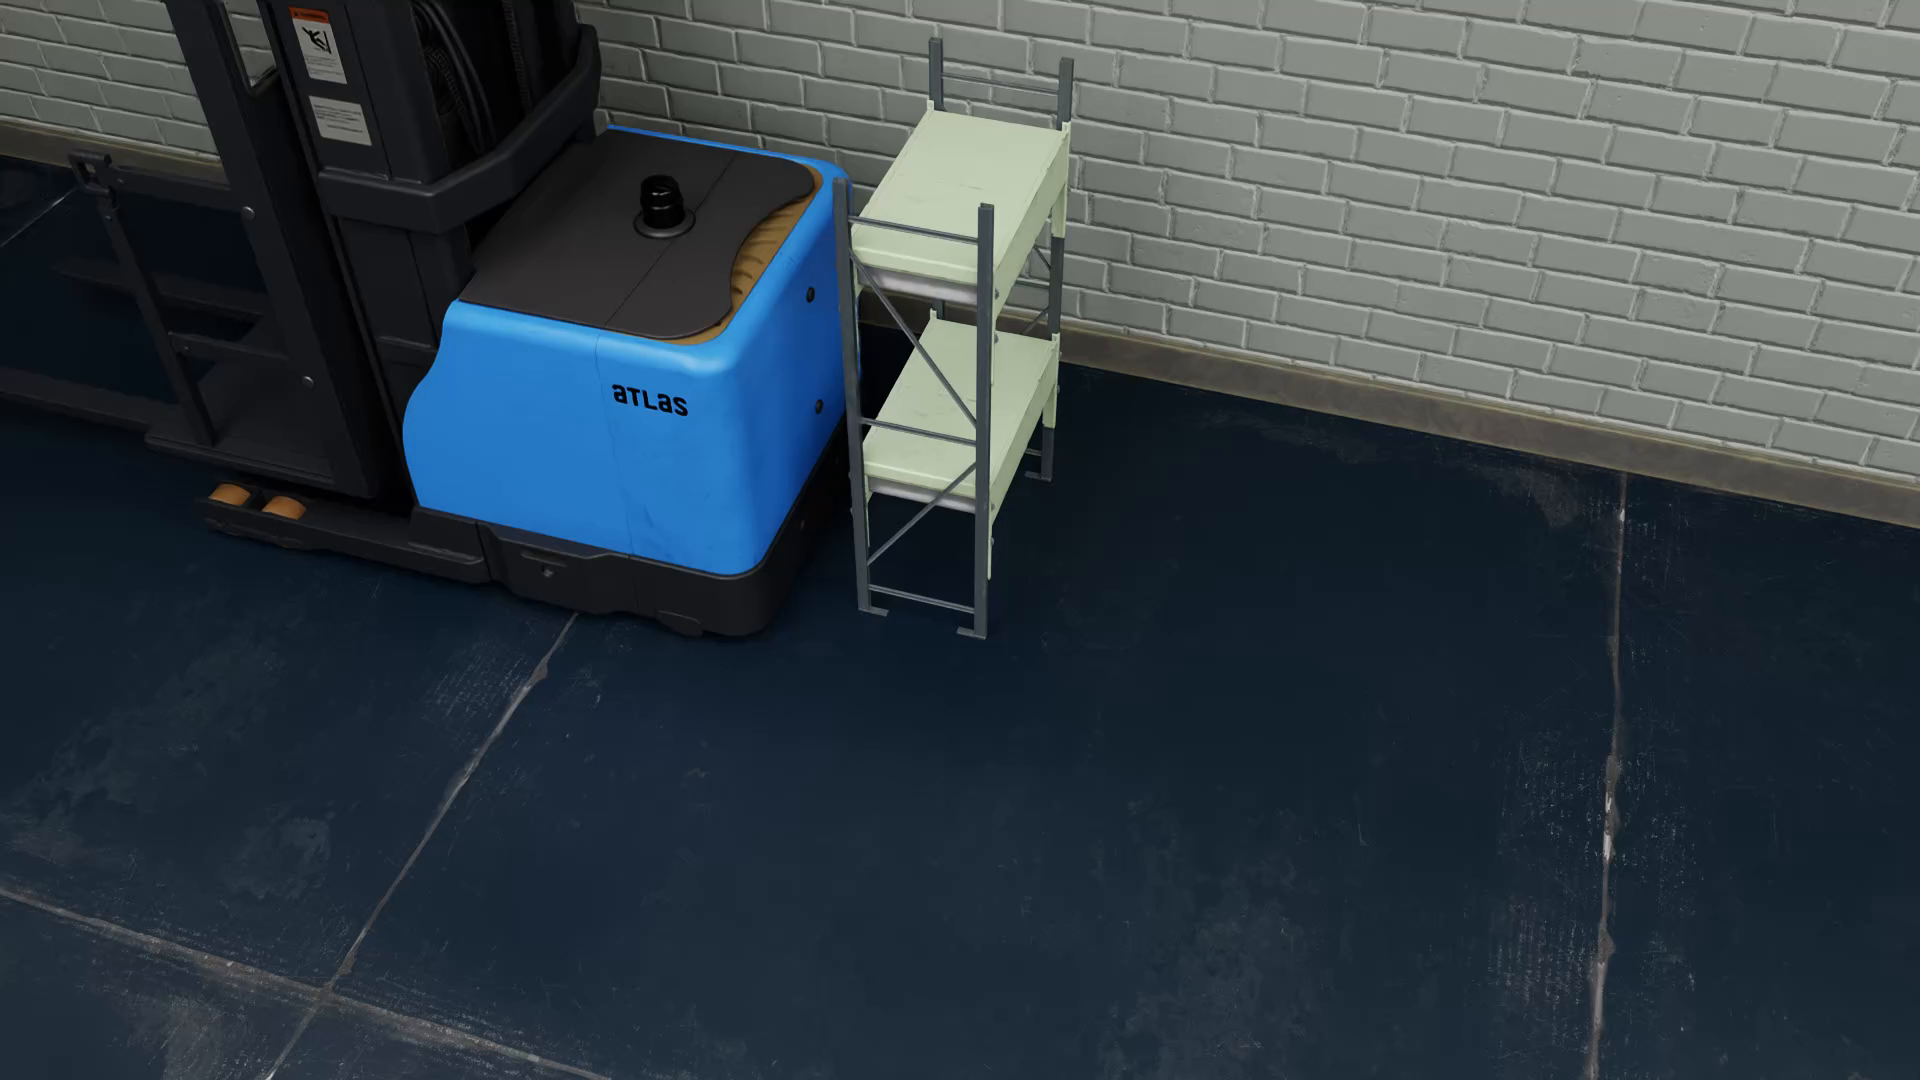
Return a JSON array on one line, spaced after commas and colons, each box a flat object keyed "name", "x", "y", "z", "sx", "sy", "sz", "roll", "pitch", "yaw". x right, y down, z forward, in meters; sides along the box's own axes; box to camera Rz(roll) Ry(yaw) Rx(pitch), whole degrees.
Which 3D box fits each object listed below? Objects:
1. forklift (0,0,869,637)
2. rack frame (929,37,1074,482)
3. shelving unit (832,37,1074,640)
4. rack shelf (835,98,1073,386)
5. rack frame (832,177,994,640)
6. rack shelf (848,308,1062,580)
[{"name": "forklift", "x": -1.876, "y": -1.361, "z": 4.545, "sx": 3.031, "sy": 2.935, "sz": 1.130, "roll": 12, "pitch": 46, "yaw": 12}, {"name": "rack frame", "x": 0.109, "y": -0.776, "z": 4.970, "sx": 0.400, "sy": 1.500, "sz": 0.023, "roll": 13, "pitch": 46, "yaw": 12}, {"name": "shelving unit", "x": -0.002, "y": -0.532, "z": 4.721, "sx": 0.431, "sy": 1.500, "sz": 0.755, "roll": 13, "pitch": 46, "yaw": 12}, {"name": "rack shelf", "x": -0.002, "y": -0.811, "z": 4.448, "sx": 0.431, "sy": 0.370, "sz": 0.720, "roll": 13, "pitch": 46, "yaw": 12}, {"name": "rack frame", "x": -0.113, "y": -0.288, "z": 4.472, "sx": 0.400, "sy": 1.500, "sz": 0.023, "roll": 13, "pitch": 46, "yaw": 12}, {"name": "rack shelf", "x": -0.002, "y": -0.299, "z": 4.949, "sx": 0.431, "sy": 0.370, "sz": 0.720, "roll": 13, "pitch": 46, "yaw": 12}]
